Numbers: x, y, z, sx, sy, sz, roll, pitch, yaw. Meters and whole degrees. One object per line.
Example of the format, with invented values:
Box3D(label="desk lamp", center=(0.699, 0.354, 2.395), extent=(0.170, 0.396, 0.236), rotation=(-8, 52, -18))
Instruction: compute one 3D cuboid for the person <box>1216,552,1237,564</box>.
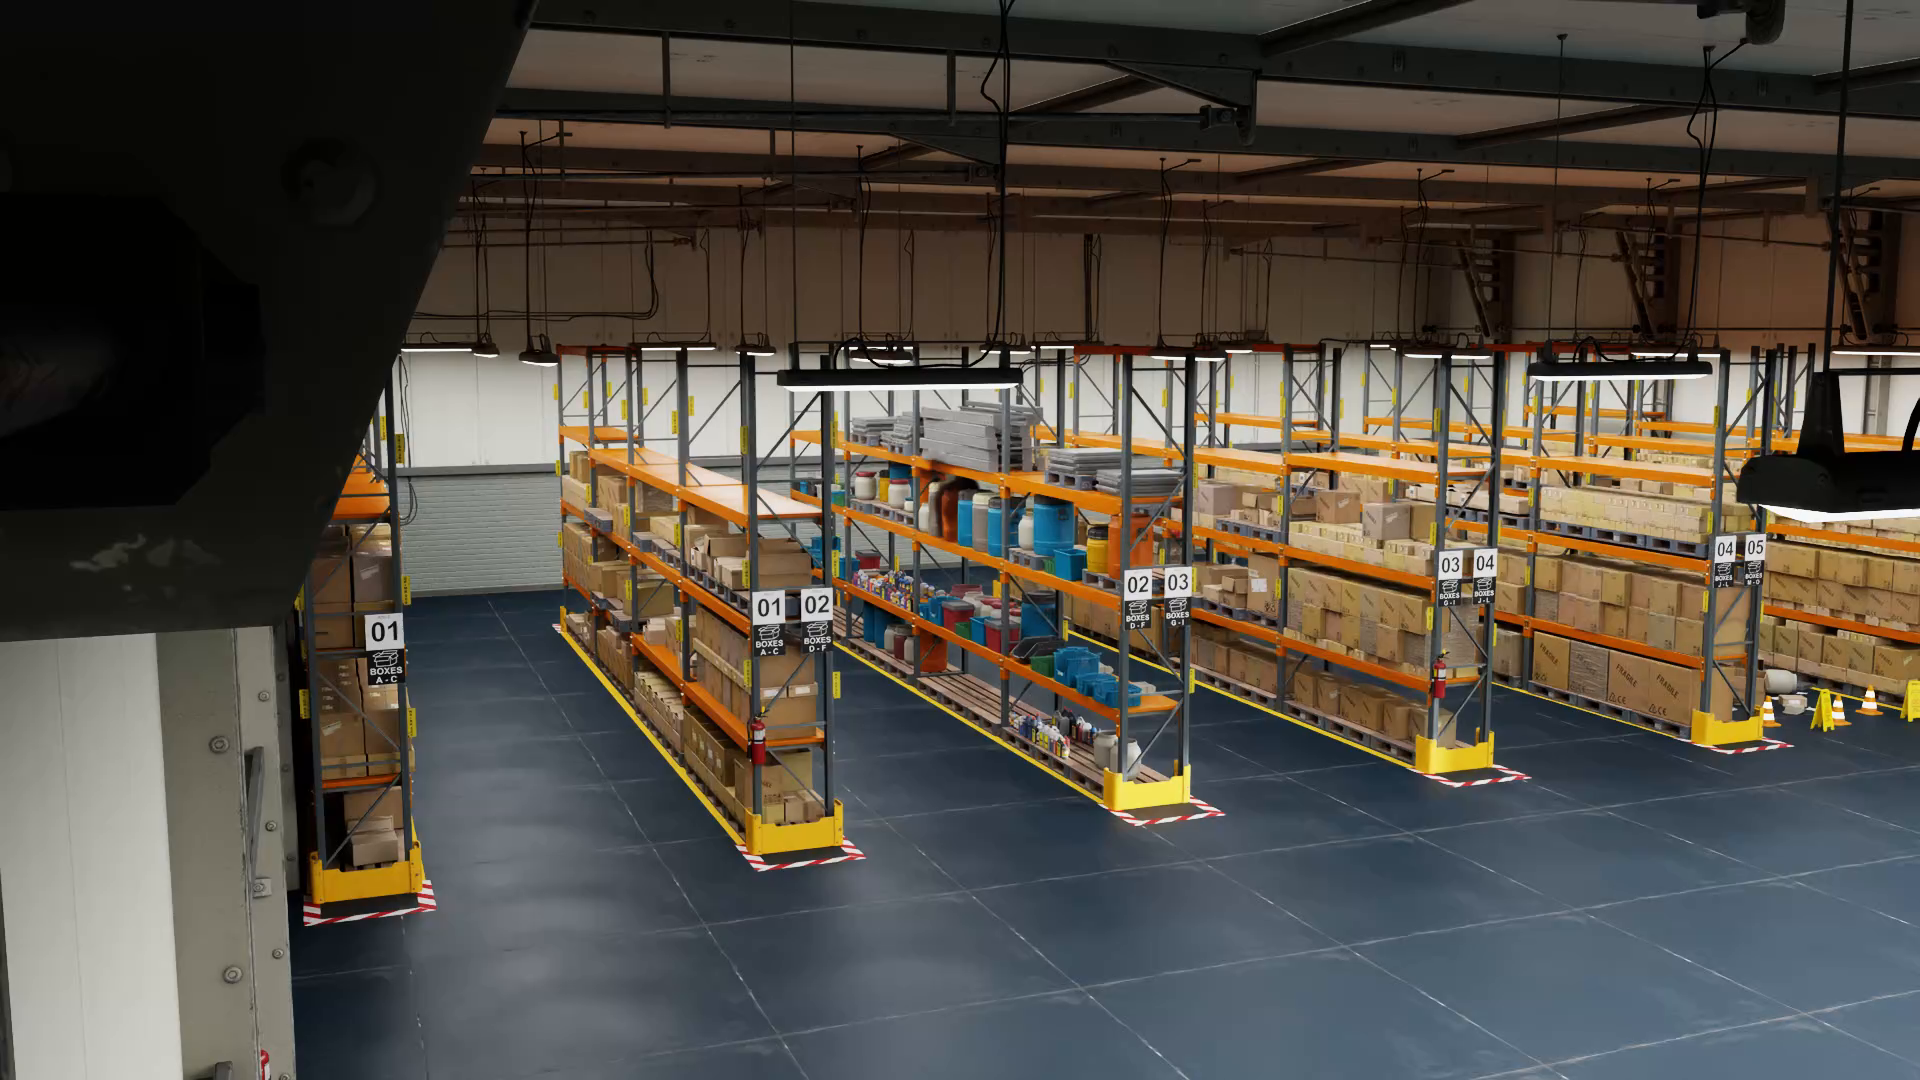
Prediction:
Box3D(label="person", center=(6.943, -0.104, 44.113), extent=(0.802, 1.640, 0.498), rotation=(-4, 8, -29))

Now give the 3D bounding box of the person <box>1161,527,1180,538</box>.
Box3D(label="person", center=(5.202, 0.231, 41.273), extent=(0.592, 1.703, 0.623), rotation=(-4, 8, -29))
